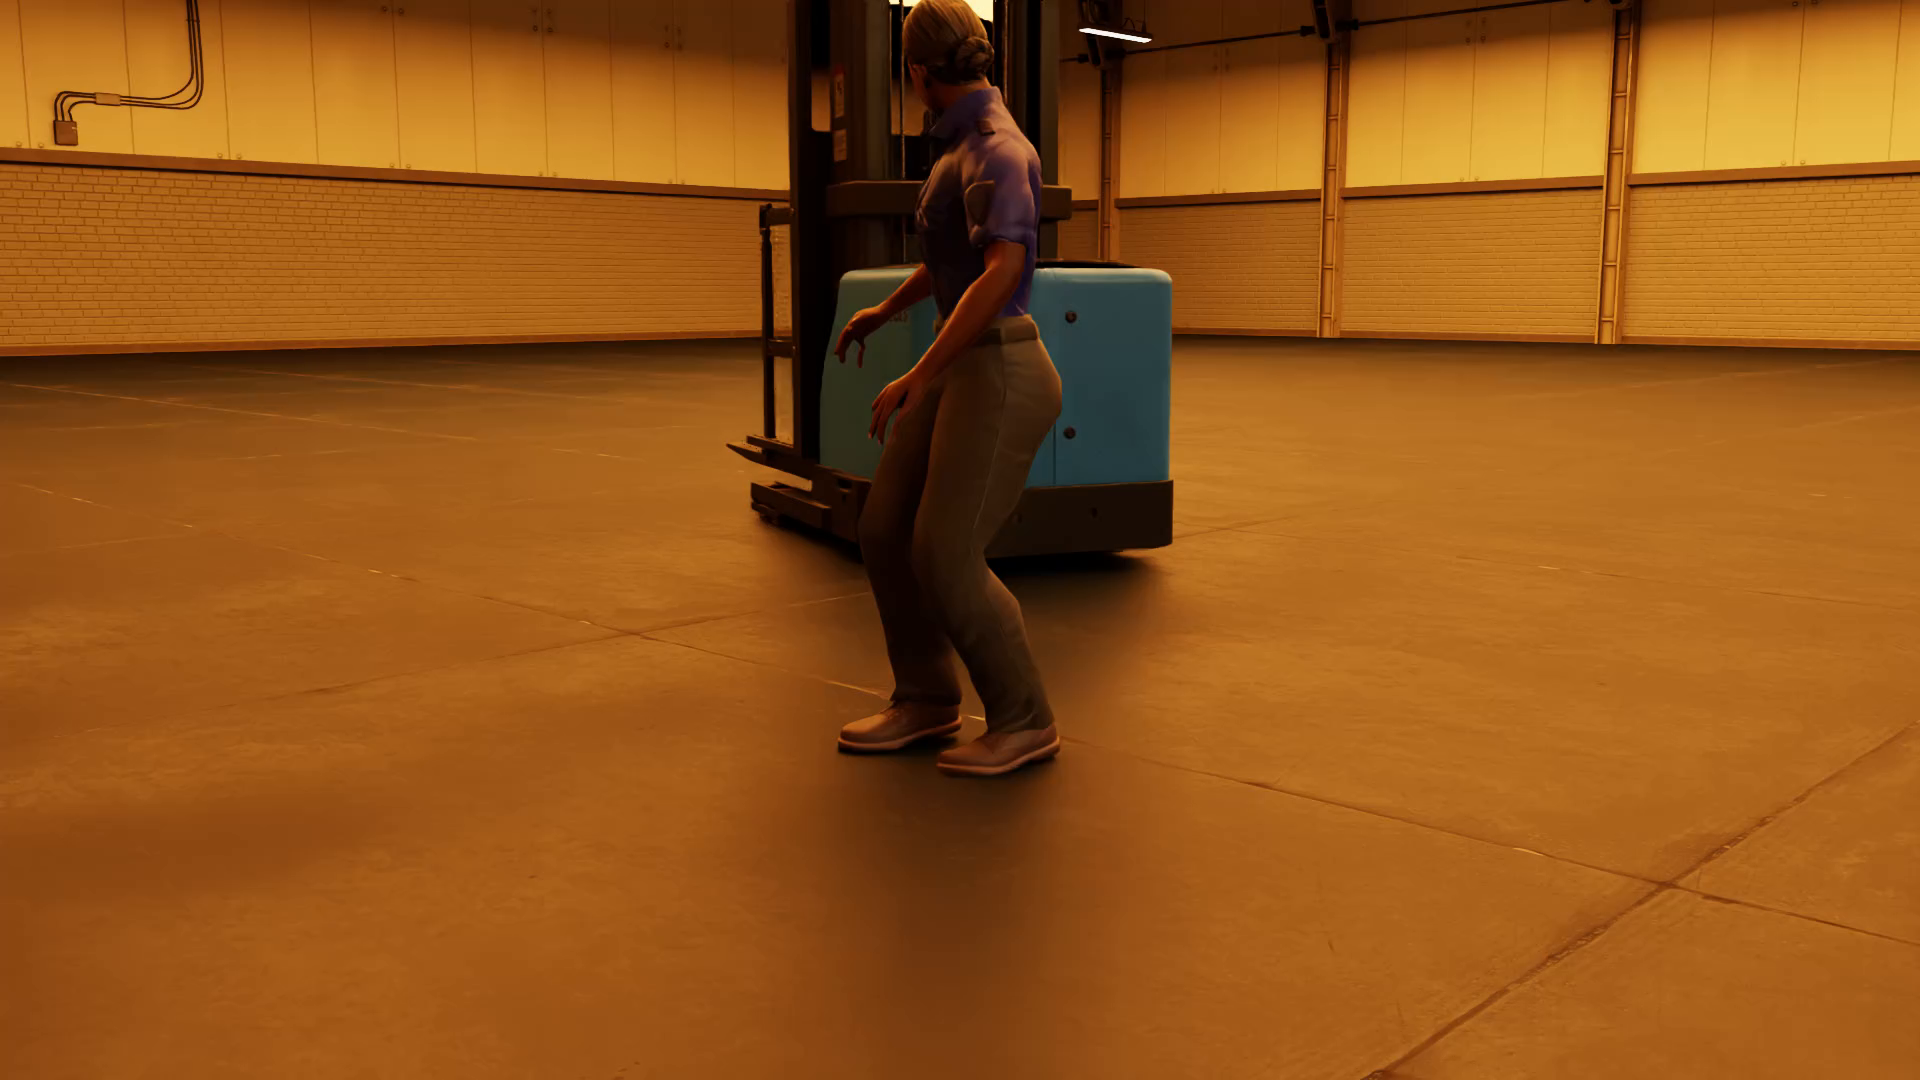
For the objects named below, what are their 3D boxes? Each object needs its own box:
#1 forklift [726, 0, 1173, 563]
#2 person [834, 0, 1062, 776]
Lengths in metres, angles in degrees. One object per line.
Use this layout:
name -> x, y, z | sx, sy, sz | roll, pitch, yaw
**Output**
forklift -> -0.273, -1.534, 7.062 | 1.130, 2.935, 3.031 | -4, 9, -23
person -> -0.015, -0.313, 3.503 | 0.471, 1.609, 0.678 | -2, 9, -14
